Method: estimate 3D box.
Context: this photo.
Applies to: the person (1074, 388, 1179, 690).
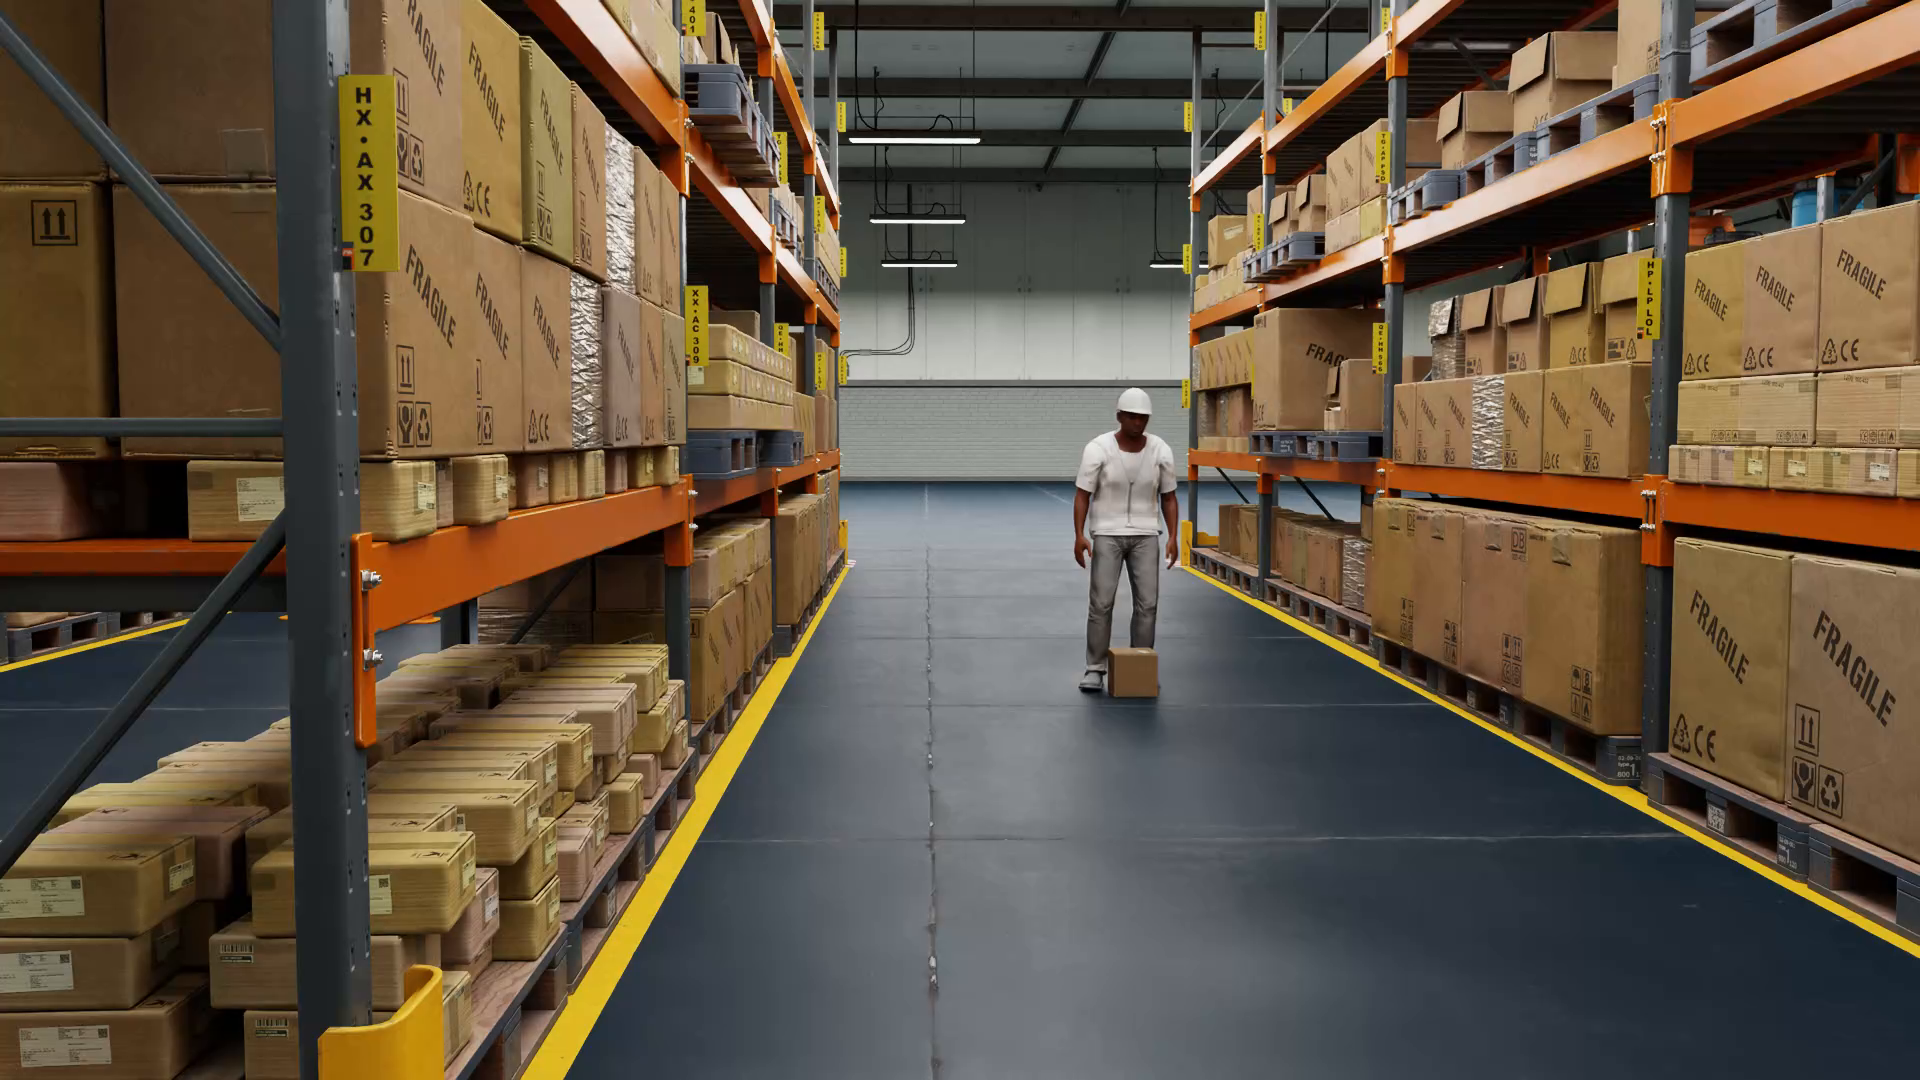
[{"bbox_3d":[0.976,-0.007,9.722,0.629,1.759,0.461,0,4,-5],"label":"person"}]
